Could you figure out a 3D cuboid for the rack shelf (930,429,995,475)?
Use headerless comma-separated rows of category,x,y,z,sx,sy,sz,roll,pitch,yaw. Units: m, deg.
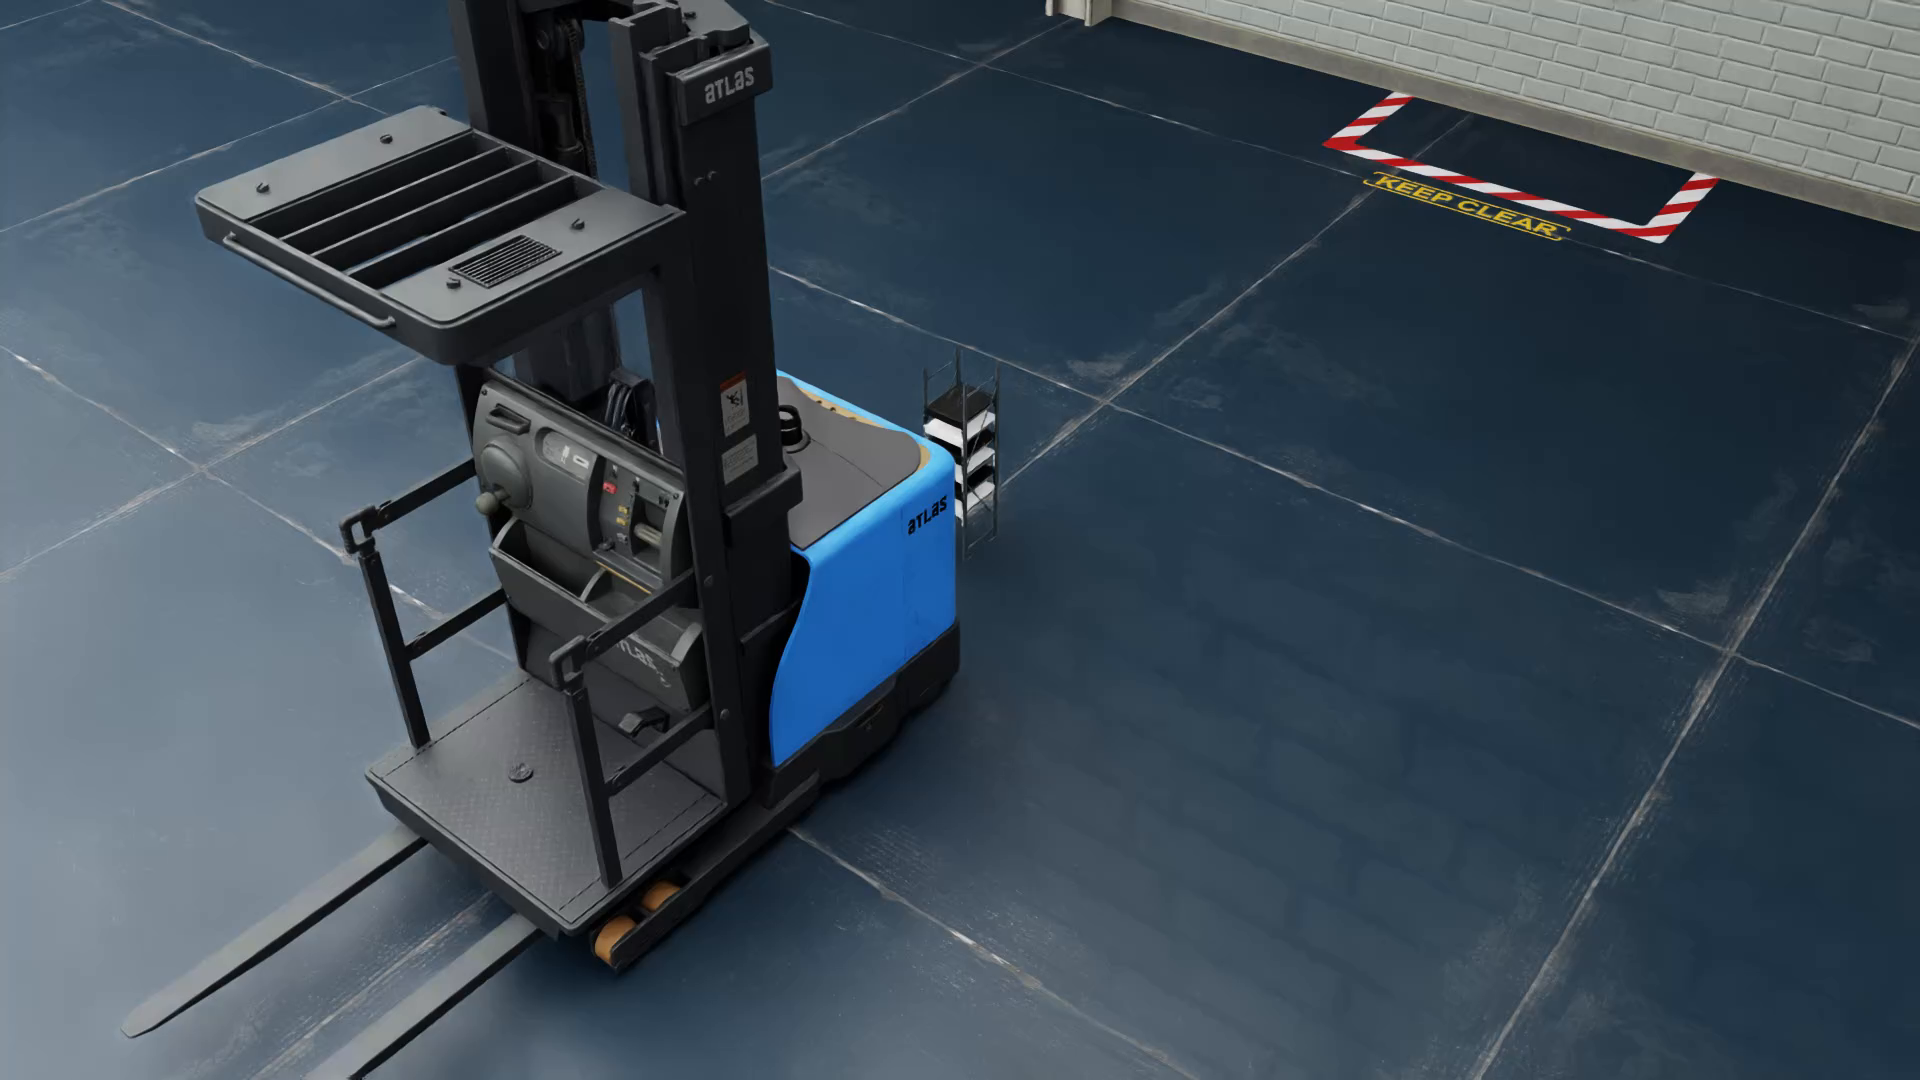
rack shelf,0.006,-0.396,6.934,0.200,0.077,0.258,25,45,29

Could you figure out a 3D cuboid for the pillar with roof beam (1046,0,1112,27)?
pillar with roof beam,-1.742,-5.278,6.691,0.400,9.000,9.100,25,45,29

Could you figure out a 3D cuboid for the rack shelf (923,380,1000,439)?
rack shelf,0.006,-0.538,6.823,0.200,0.077,0.258,25,45,29

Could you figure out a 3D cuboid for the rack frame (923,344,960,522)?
rack frame,-0.074,-0.389,7.017,0.006,0.900,0.240,25,45,29

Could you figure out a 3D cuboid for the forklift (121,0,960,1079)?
forklift,-1.320,-0.103,5.004,1.130,2.935,3.031,27,45,30

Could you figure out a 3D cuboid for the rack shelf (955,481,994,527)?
rack shelf,0.006,-0.183,7.100,0.200,0.077,0.258,25,45,29

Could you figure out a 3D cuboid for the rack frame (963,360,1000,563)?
rack frame,0.087,-0.313,6.920,0.006,0.900,0.240,25,45,29

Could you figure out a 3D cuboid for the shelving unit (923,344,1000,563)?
shelving unit,0.006,-0.351,6.969,0.210,0.900,0.258,25,45,29

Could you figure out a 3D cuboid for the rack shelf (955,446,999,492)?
rack shelf,0.006,-0.325,6.989,0.200,0.077,0.258,25,45,29

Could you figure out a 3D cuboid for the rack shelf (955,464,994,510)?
rack shelf,0.006,-0.254,7.045,0.200,0.077,0.258,25,45,29

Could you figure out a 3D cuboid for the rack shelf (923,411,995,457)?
rack shelf,0.006,-0.467,6.878,0.200,0.077,0.258,25,45,29
